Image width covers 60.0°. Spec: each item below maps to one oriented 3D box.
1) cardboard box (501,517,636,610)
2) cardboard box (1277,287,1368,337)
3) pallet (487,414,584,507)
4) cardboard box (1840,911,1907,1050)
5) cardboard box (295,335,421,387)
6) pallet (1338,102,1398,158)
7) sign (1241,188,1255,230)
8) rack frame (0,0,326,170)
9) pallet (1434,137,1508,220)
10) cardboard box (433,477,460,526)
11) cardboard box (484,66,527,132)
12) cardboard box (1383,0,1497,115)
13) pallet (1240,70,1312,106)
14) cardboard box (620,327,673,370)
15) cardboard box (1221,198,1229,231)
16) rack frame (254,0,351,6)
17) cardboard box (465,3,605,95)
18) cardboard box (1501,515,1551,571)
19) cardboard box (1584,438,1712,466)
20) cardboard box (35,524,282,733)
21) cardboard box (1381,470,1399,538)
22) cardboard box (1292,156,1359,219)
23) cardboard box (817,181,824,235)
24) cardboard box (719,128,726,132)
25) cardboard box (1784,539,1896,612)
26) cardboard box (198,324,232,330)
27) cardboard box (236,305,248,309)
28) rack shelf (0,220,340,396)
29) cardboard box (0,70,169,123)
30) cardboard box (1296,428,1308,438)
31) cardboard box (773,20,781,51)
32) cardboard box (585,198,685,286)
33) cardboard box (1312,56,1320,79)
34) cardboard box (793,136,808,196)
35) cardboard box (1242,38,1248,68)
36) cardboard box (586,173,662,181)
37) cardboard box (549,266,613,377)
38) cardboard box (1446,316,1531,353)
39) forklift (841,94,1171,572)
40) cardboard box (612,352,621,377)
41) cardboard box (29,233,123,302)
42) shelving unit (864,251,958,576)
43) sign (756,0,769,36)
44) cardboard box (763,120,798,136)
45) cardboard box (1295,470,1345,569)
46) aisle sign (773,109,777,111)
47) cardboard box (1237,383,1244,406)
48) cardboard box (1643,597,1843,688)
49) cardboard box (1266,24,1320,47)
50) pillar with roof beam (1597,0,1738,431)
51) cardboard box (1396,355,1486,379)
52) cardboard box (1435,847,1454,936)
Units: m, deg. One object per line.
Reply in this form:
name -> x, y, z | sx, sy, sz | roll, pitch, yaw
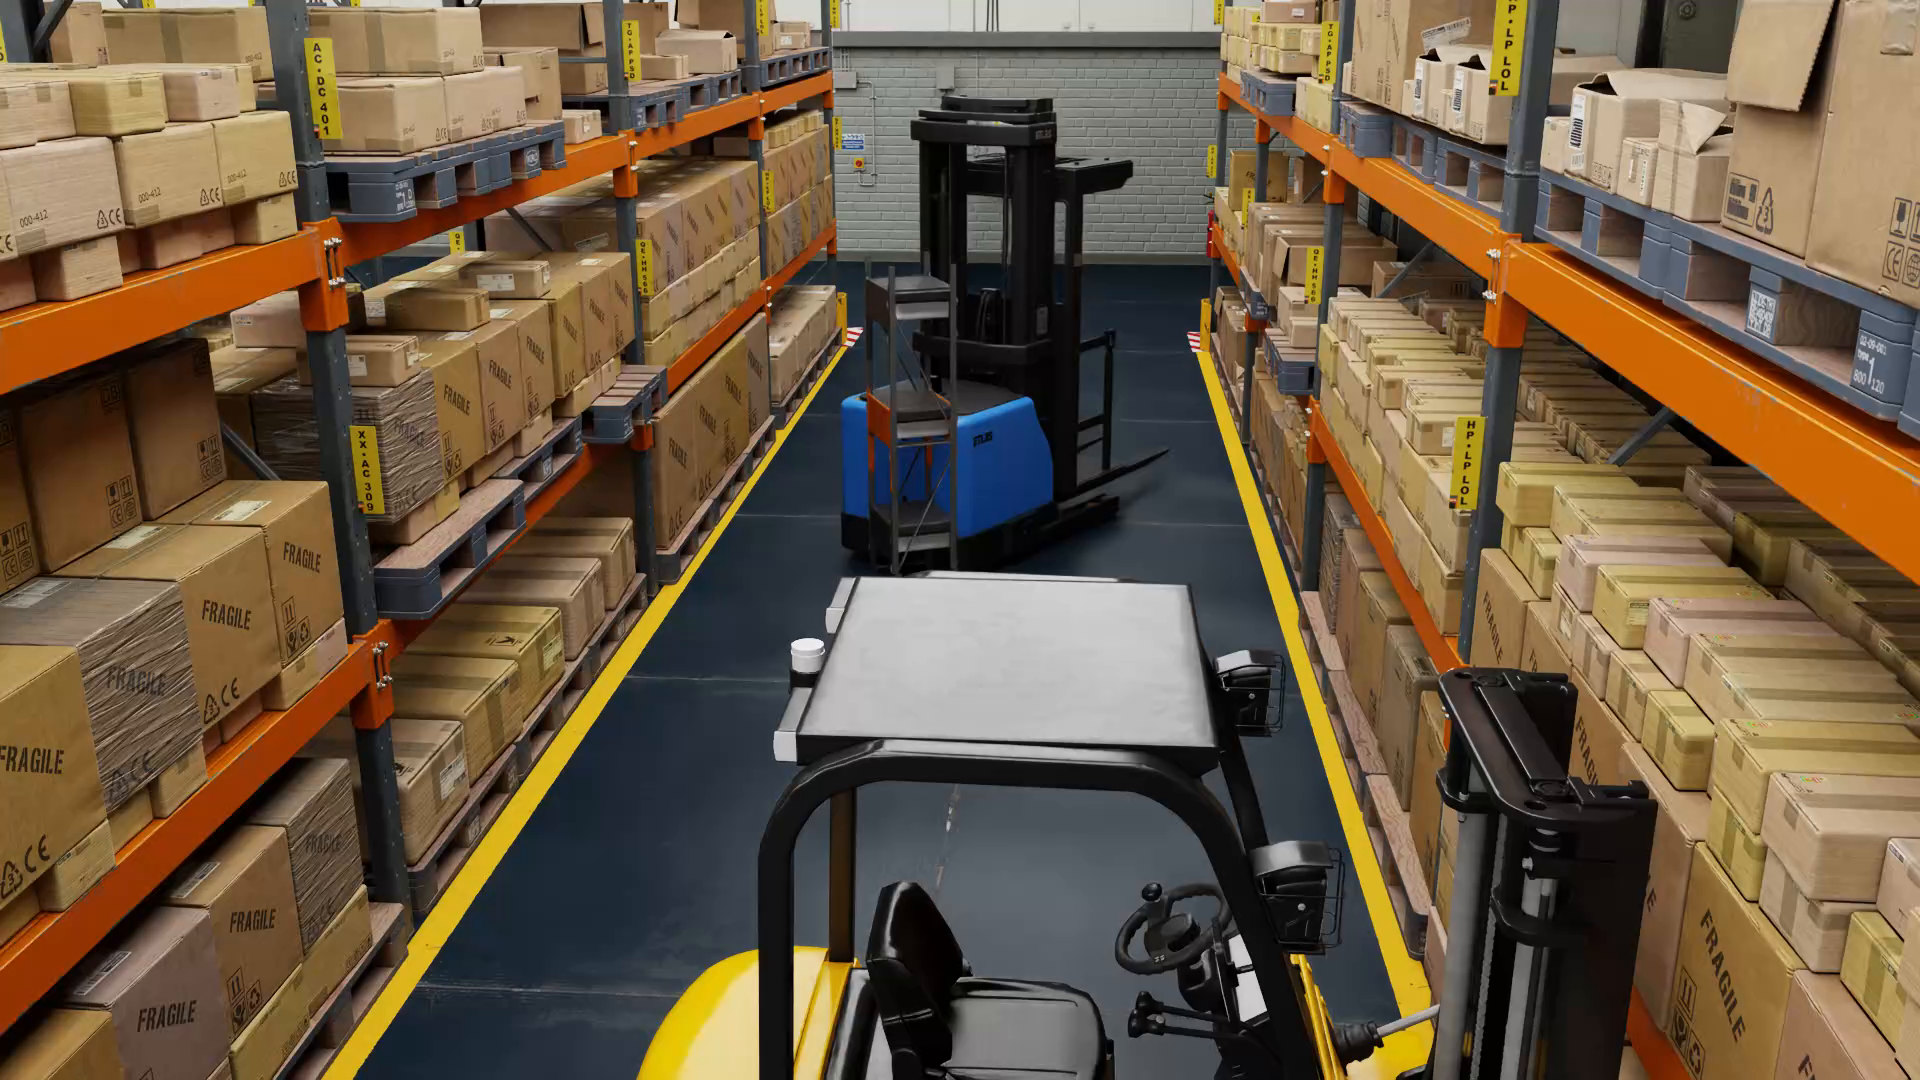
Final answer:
cardboard box -> -2.441, 0.133, 9.746 | 0.950, 0.372, 0.625 | 0, 18, 0
cardboard box -> 2.313, -1.445, 10.582 | 0.500, 0.250, 0.500 | 0, 18, 1
pallet -> -2.492, -0.385, 8.088 | 1.003, 0.211, 1.213 | 1, 18, 4
cardboard box -> 1.830, 0.797, 2.971 | 0.380, 0.149, 0.250 | 1, 18, 4
cardboard box -> -2.291, -0.684, 6.339 | 0.380, 0.149, 0.250 | 1, 18, 4
pallet -> 2.601, -2.105, 8.515 | 1.213, 0.211, 1.003 | 2, 18, 6
sign -> 2.305, -2.645, 13.289 | 0.100, 0.325, 0.005 | 1, 18, 4
rack frame -> -2.678, -2.700, 5.211 | 1.000, 3.000, 0.127 | 1, 18, 4
pallet -> 2.324, -1.348, 6.211 | 0.805, 0.209, 1.217 | 1, 18, 2
cardboard box -> -2.296, -0.171, 6.858 | 0.380, 0.149, 0.250 | 2, 18, 5
cardboard box -> -2.186, -1.890, 7.122 | 0.500, 0.250, 0.500 | 1, 18, 3
cardboard box -> 2.192, -2.166, 7.404 | 0.500, 0.500, 0.500 | 2, 18, 5
pallet -> 2.730, -3.359, 12.342 | 1.213, 0.211, 1.003 | 1, 18, 4
cardboard box -> -2.105, -1.167, 10.407 | 0.500, 0.250, 0.500 | 1, 18, 3
cardboard box -> 2.764, -3.088, 15.792 | 0.500, 0.250, 0.500 | 1, 18, 3
rack frame -> -6.762, -6.506, 16.827 | 1.000, 3.000, 0.127 | 1, 18, 4
cardboard box -> -2.514, -2.886, 9.756 | 0.797, 0.503, 0.637 | 0, 18, 1
cardboard box -> 1.988, -0.002, 5.410 | 0.380, 0.149, 0.250 | 1, 18, 3
cardboard box -> 2.584, -0.282, 6.264 | 0.380, 0.149, 0.250 | 1, 18, 2
cardboard box -> -2.491, 0.266, 5.157 | 0.500, 0.500, 0.500 | 2, 18, 6
cardboard box -> 2.146, -0.140, 7.275 | 0.500, 0.250, 0.500 | 1, 18, 4
cardboard box -> 3.219, -3.107, 14.647 | 0.500, 0.500, 0.500 | 1, 18, 2
cardboard box -> -1.639, -3.312, 16.554 | 0.500, 0.500, 0.500 | 1, 18, 3
cardboard box -> -2.244, -3.503, 14.489 | 0.380, 0.149, 0.250 | 1, 18, 3
cardboard box -> 2.532, 0.108, 4.597 | 0.380, 0.149, 0.250 | 1, 18, 3
cardboard box -> -6.773, -1.888, 15.317 | 0.380, 0.149, 0.250 | 1, 18, 2
cardboard box -> -7.213, -2.218, 16.325 | 0.380, 0.149, 0.250 | 2, 18, 5
rack shelf -> -2.821, -0.312, 3.895 | 1.077, 0.370, 4.000 | 1, 18, 4
cardboard box -> -2.533, -1.270, 4.786 | 0.380, 0.149, 0.250 | 2, 18, 5
cardboard box -> 2.395, -0.627, 10.818 | 0.380, 0.149, 0.250 | 1, 18, 2
cardboard box -> -1.974, -4.743, 15.570 | 0.500, 0.311, 0.500 | 2, 18, 5
cardboard box -> -2.086, -1.916, 10.687 | 0.500, 0.500, 0.500 | 1, 18, 4
cardboard box -> 2.464, -3.040, 10.667 | 0.380, 0.149, 0.250 | 2, 18, 6
cardboard box -> -1.699, -3.471, 15.433 | 0.500, 0.500, 0.500 | 1, 18, 4
cardboard box -> 2.707, -4.196, 14.356 | 0.500, 0.250, 0.500 | 2, 18, 5
cardboard box -> -2.470, -2.412, 12.200 | 0.500, 0.500, 0.500 | 1, 18, 3
cardboard box -> -2.172, -1.172, 8.869 | 0.500, 0.500, 0.500 | 1, 18, 3
cardboard box -> 2.752, -1.069, 8.667 | 0.380, 0.149, 0.250 | 1, 18, 4
forklift -> 0.480, -1.572, 11.514 | 1.130, 2.935, 3.031 | 13, 22, 34
cardboard box -> -2.127, -0.980, 9.325 | 0.380, 0.149, 0.250 | 2, 18, 5
cardboard box -> -2.484, -0.731, 4.423 | 0.380, 0.149, 0.250 | 2, 18, 5
shelving unit -> -0.291, -0.635, 9.989 | 0.431, 2.100, 0.503 | -6, 19, -18
sign -> -1.562, -4.145, 13.104 | 0.100, 0.325, 0.005 | 1, 18, 4
cardboard box -> -1.718, -3.812, 15.433 | 0.380, 0.149, 0.250 | 2, 18, 6
cardboard box -> 2.376, -0.130, 10.342 | 0.500, 0.500, 0.500 | 2, 18, 6
aisle sign -> -2.101, -4.840, 17.203 | 0.394, 0.787, 0.004 | 1, 18, 4
cardboard box -> 2.594, -1.249, 14.320 | 0.380, 0.149, 0.250 | 1, 18, 2
cardboard box -> 1.942, 0.258, 4.140 | 0.380, 0.149, 0.250 | 1, 18, 4
cardboard box -> 2.388, -3.593, 11.844 | 0.380, 0.149, 0.250 | 1, 18, 3
pillar with roof beam -> -0.928, -3.504, 7.664 | 9.100, 9.000, 0.400 | 1, 18, 4
cardboard box -> 2.240, -0.761, 7.726 | 0.380, 0.149, 0.250 | 1, 18, 4
cardboard box -> 1.931, 1.273, 5.658 | 0.500, 0.250, 0.500 | 1, 18, 4
